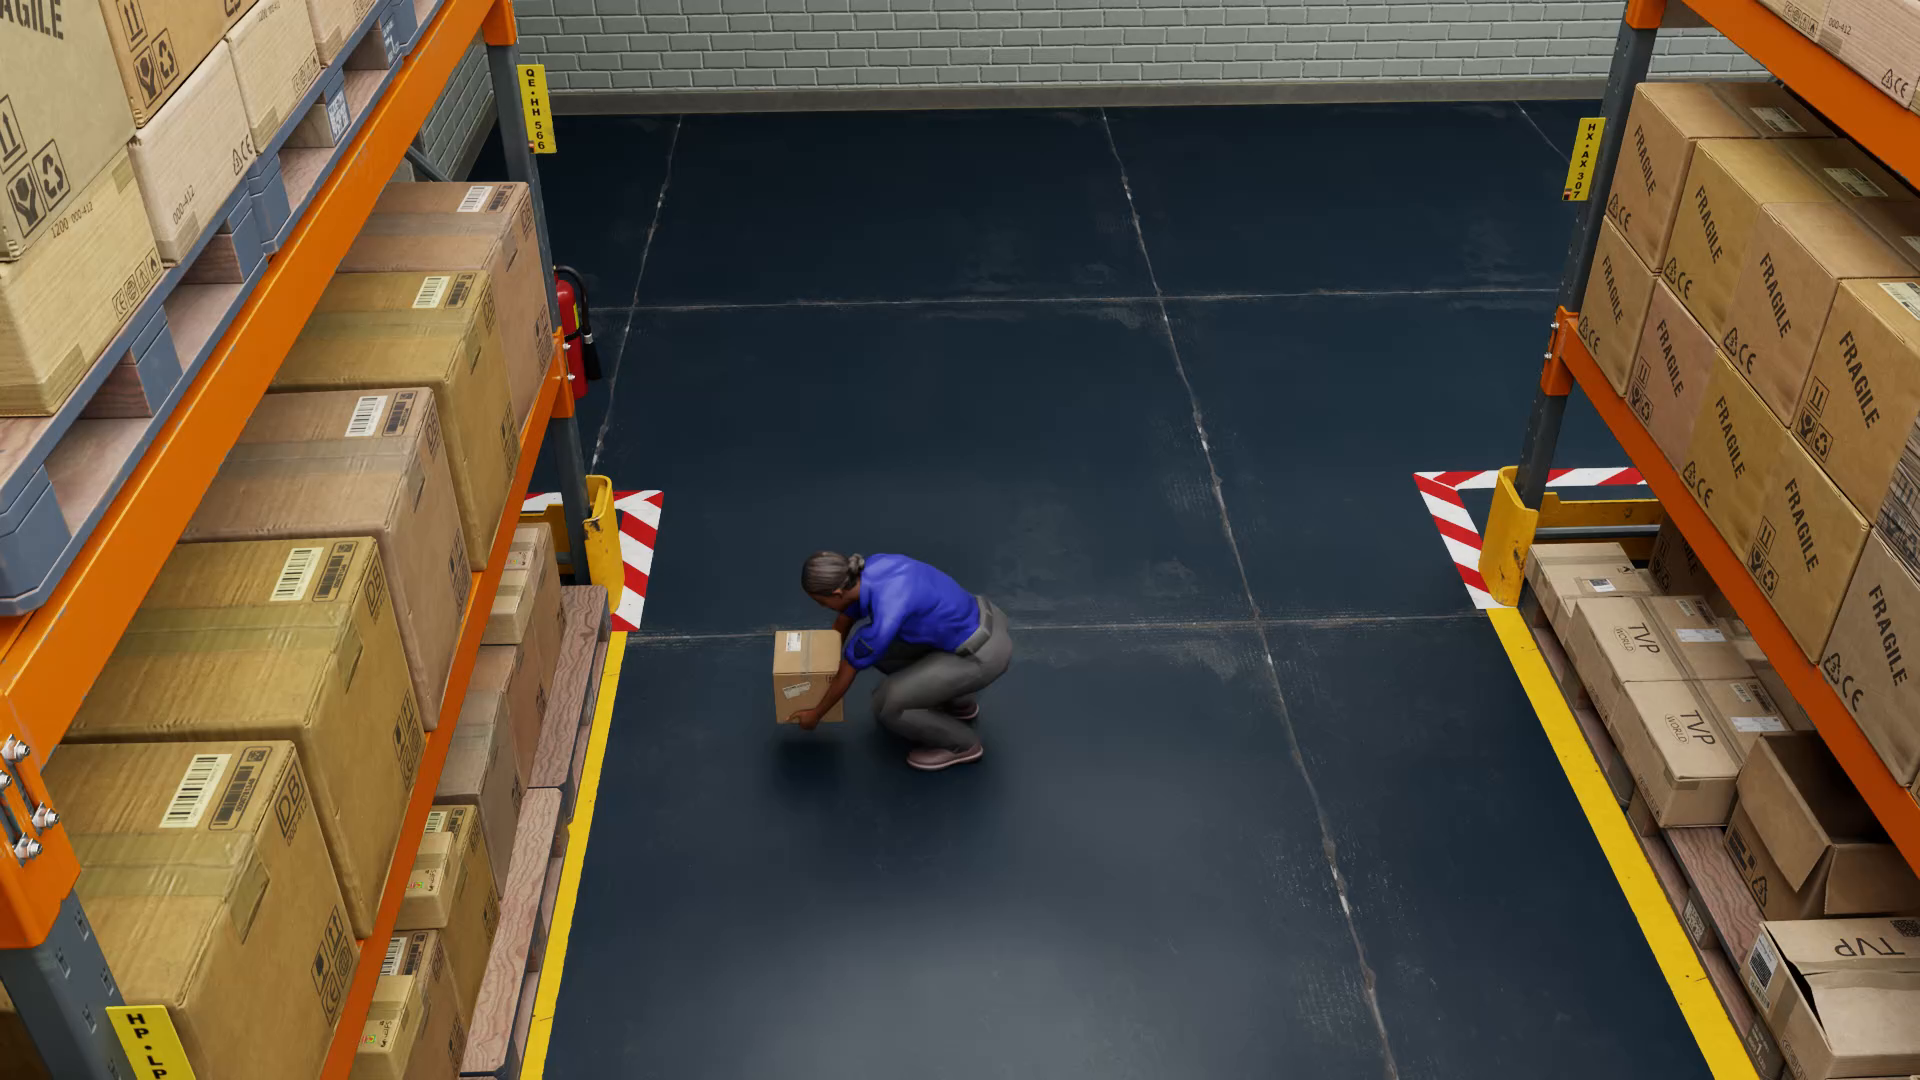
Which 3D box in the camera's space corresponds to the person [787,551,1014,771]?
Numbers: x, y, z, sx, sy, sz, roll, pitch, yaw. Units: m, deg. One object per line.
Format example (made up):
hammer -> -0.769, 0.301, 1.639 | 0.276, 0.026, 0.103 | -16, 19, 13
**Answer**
person -> -0.230, 0.402, 6.218 | 0.860, 0.939, 0.459 | -2, 36, -3
